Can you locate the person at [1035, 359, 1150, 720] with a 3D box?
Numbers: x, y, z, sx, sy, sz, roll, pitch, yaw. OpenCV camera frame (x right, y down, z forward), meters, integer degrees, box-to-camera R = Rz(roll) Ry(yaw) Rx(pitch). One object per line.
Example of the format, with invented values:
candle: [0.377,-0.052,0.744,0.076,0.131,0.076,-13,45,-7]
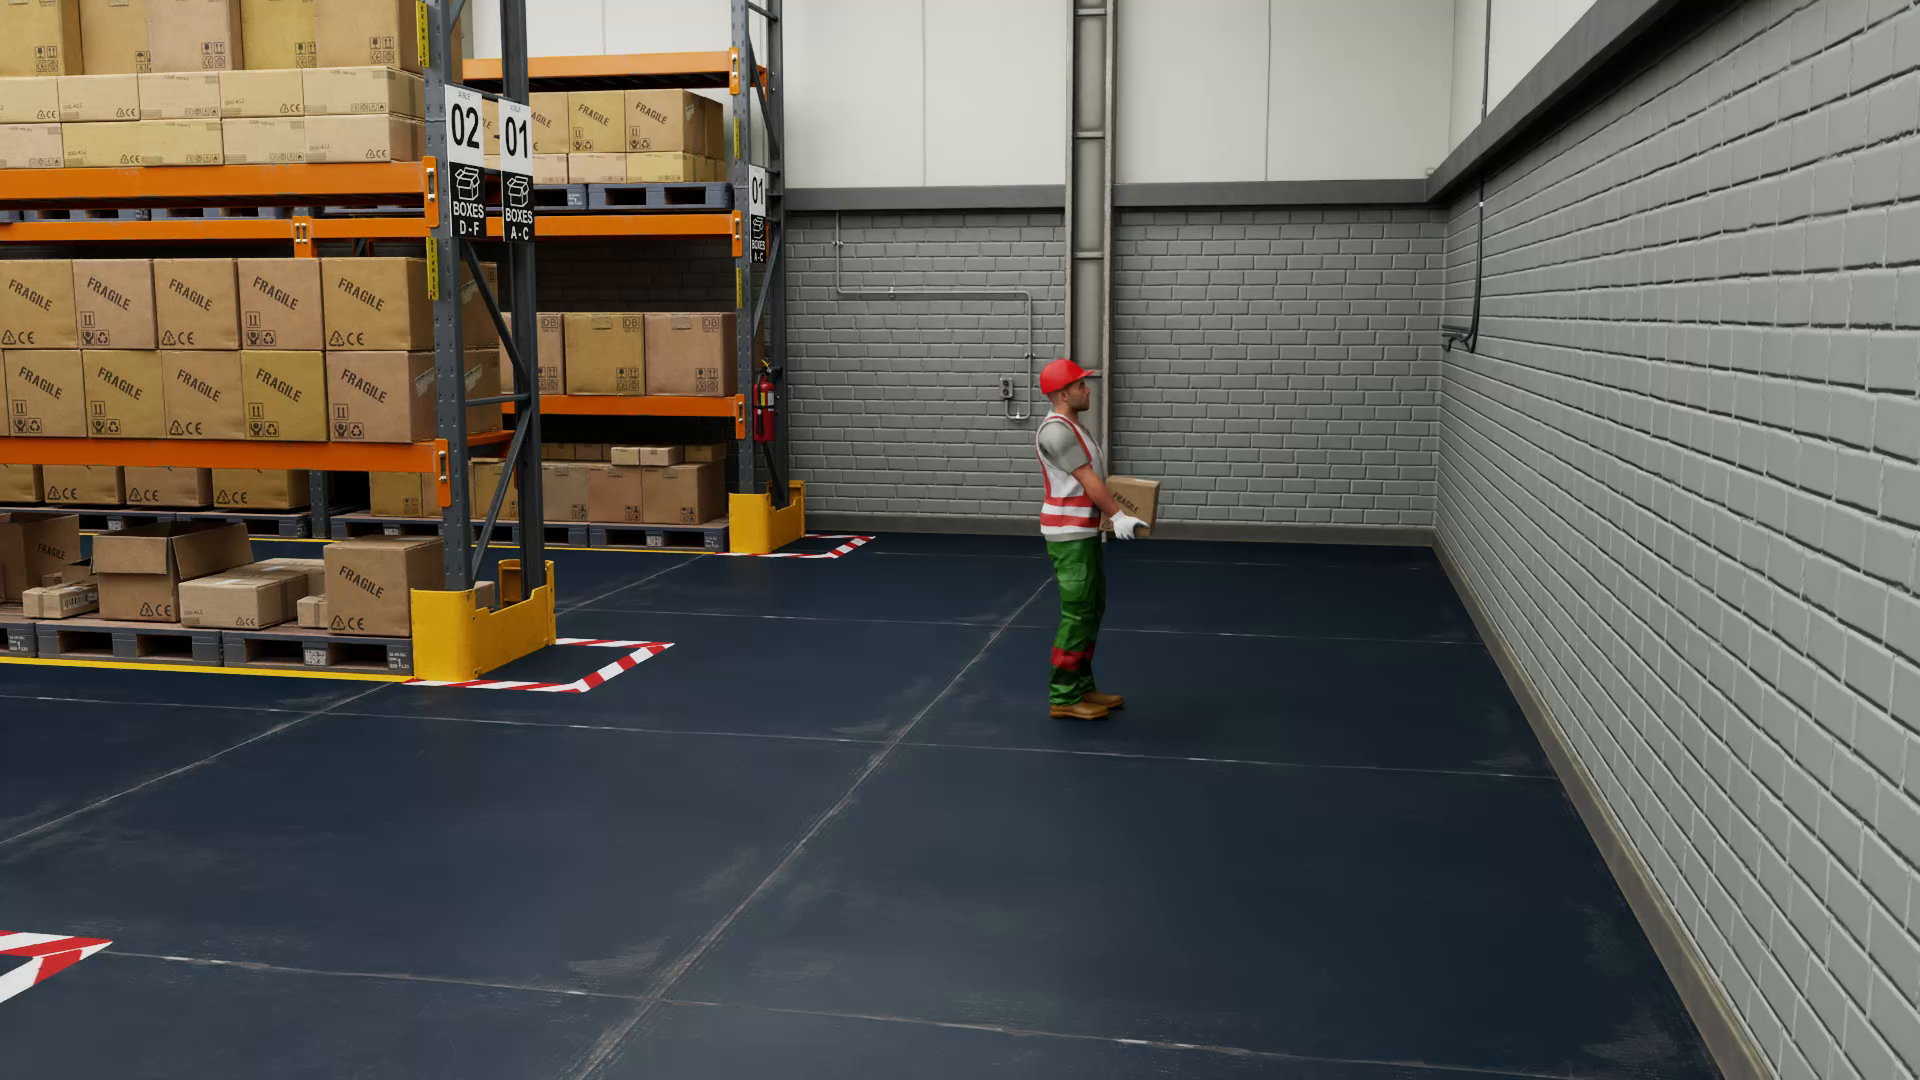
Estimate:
person: [0.675,-0.009,8.319,0.572,1.781,0.493,2,8,12]
